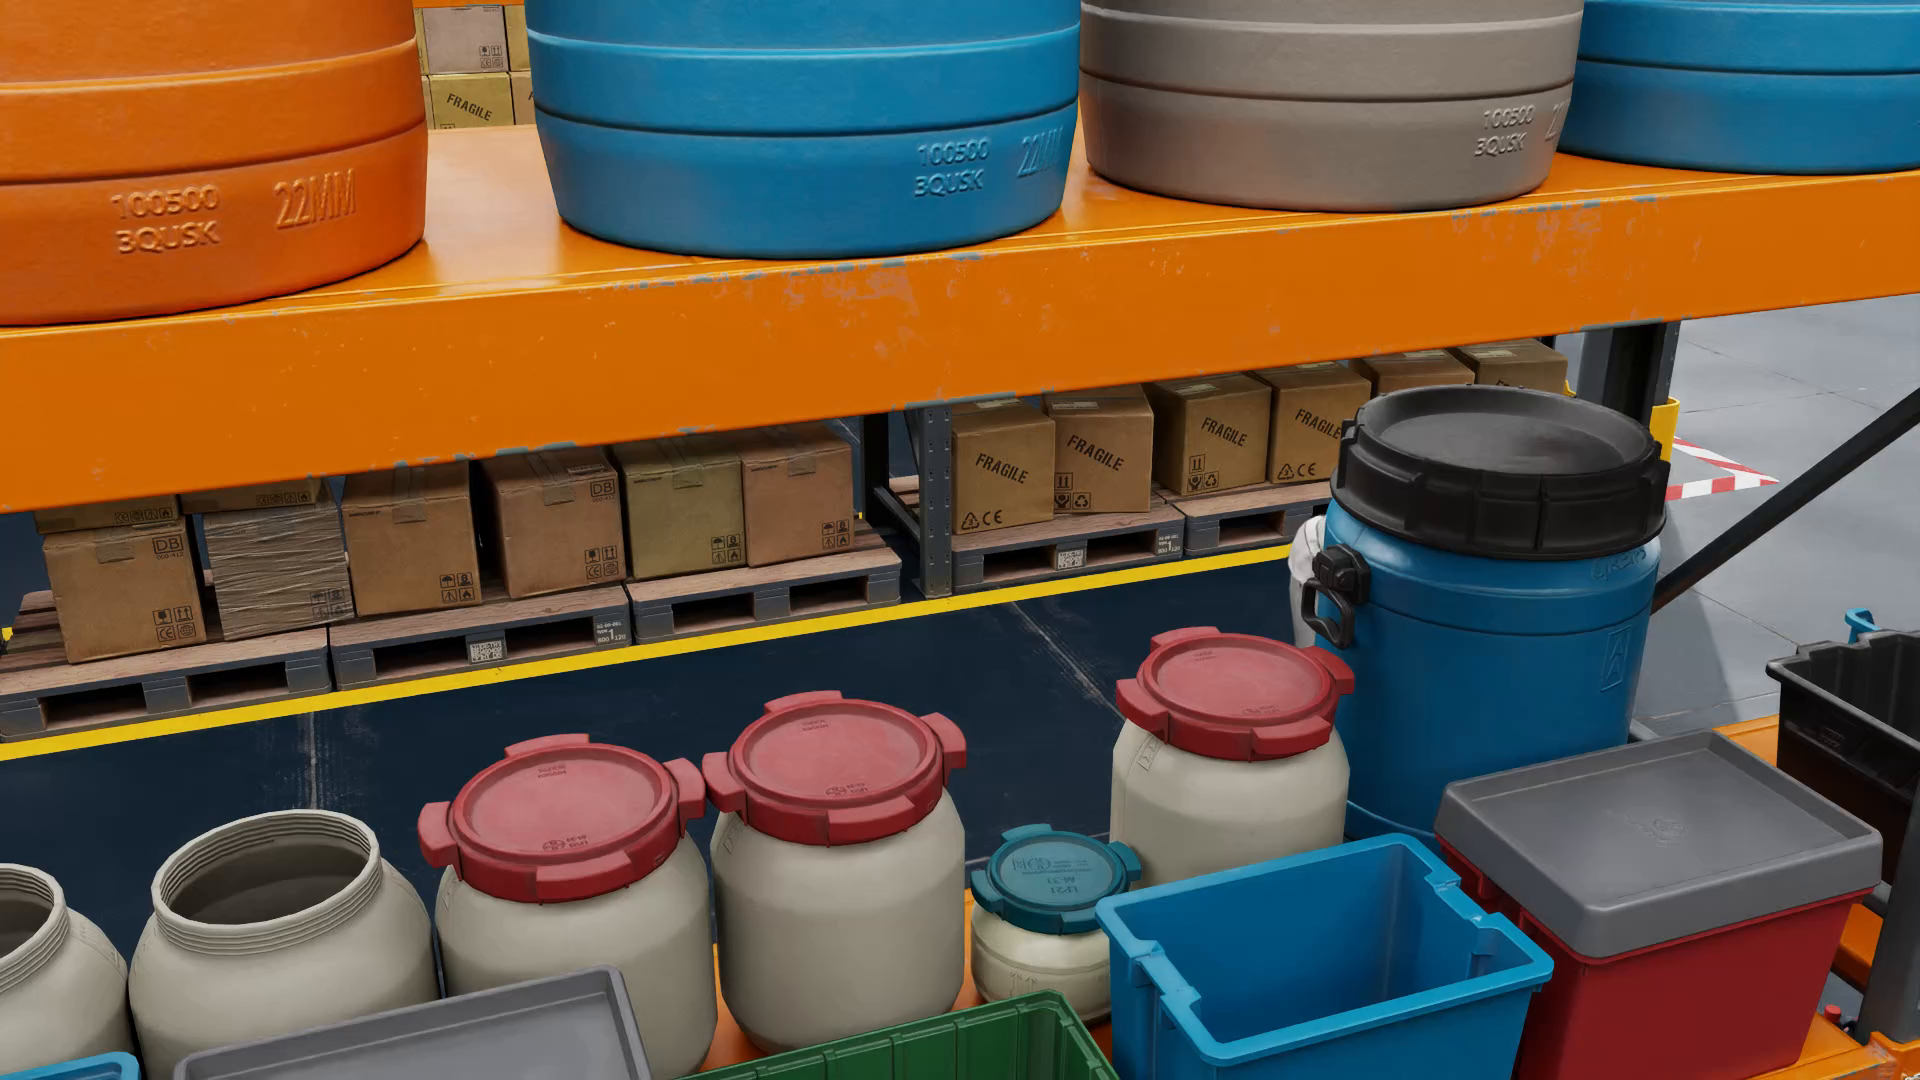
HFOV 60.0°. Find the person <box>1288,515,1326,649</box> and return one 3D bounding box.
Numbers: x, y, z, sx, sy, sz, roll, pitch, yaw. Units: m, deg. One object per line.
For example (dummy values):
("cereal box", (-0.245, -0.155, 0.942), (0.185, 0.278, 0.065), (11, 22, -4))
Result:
("person", (1.413, 0.302, 5.615), (0.409, 1.483, 0.758), (-9, 24, -20))
